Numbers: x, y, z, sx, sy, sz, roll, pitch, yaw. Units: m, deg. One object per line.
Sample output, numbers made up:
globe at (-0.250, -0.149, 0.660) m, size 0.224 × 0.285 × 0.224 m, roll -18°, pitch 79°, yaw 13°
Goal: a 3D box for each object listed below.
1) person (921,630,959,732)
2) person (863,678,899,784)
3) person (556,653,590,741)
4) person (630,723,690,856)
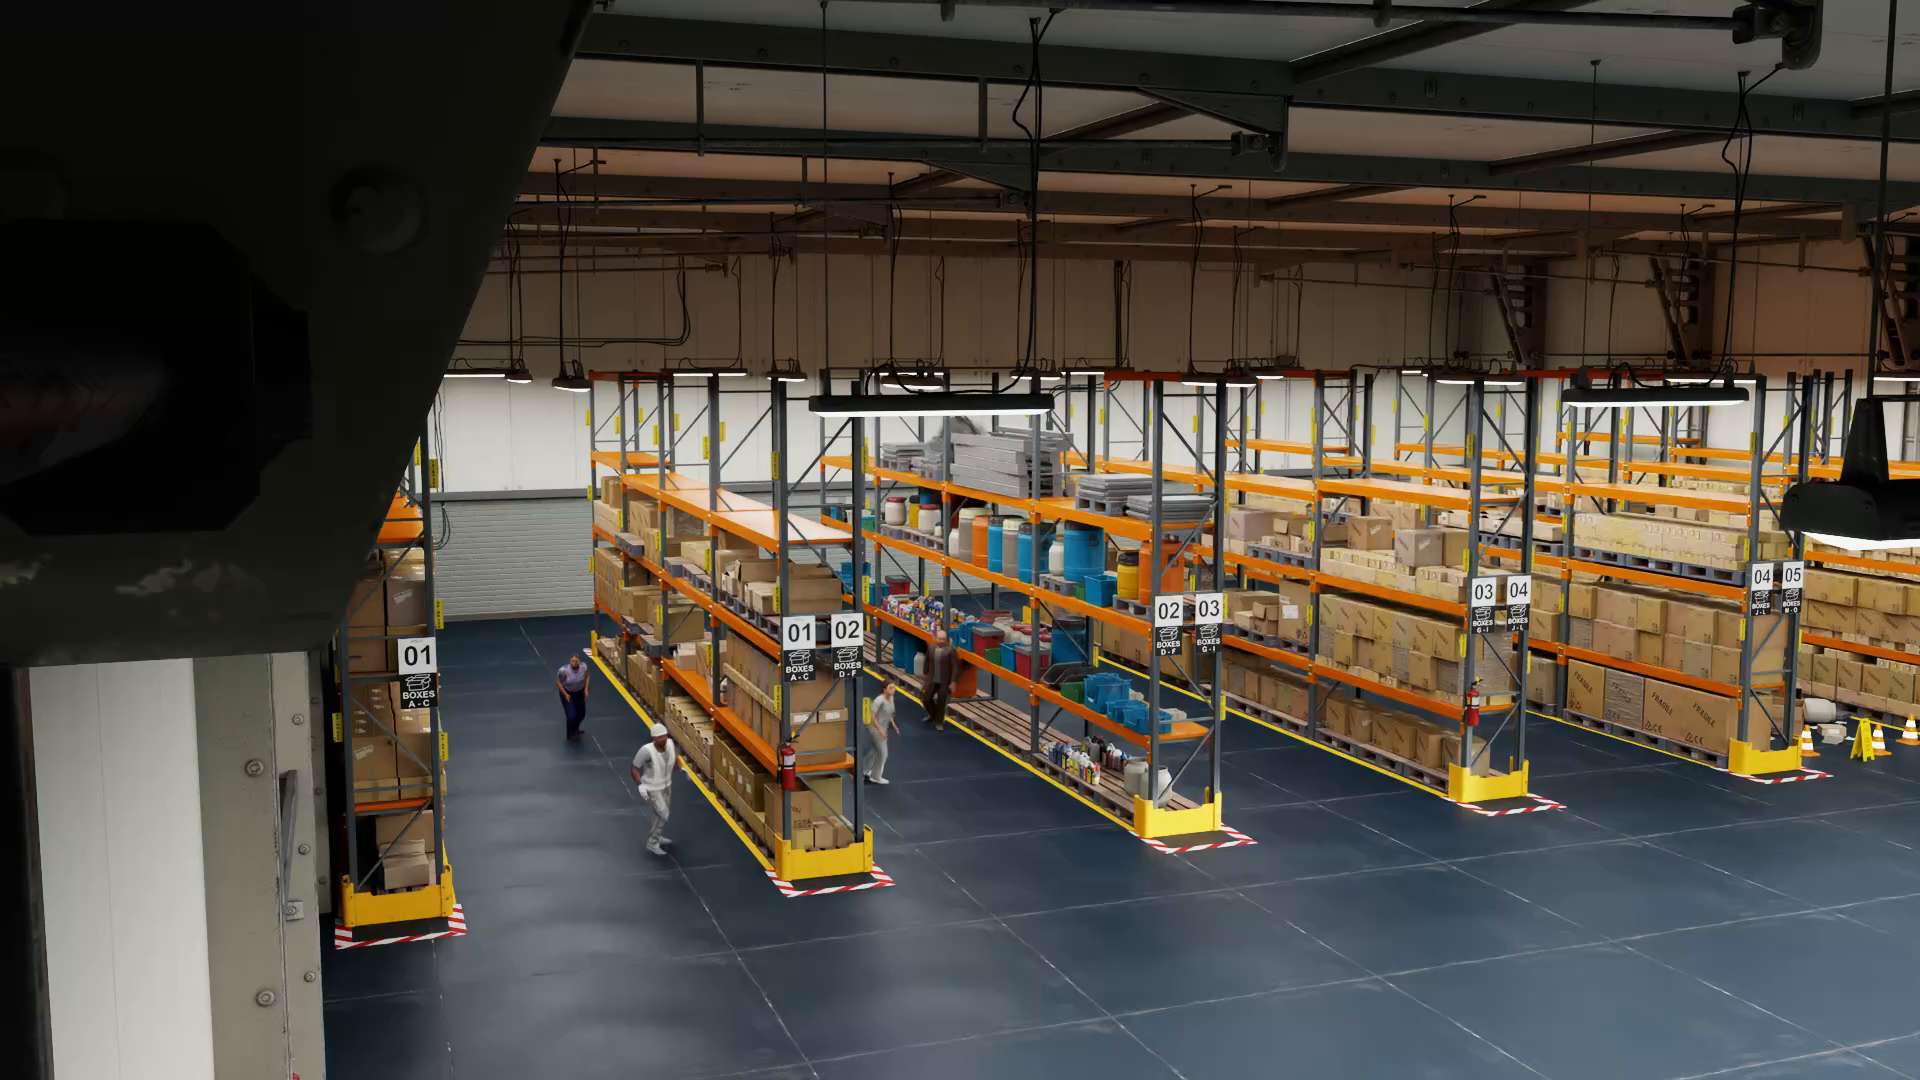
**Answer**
person at (-0.343, 2.352, 27.971) m, size 0.739 × 1.746 × 0.555 m, roll 2°, pitch 7°, yaw 16°
person at (-1.249, 2.811, 24.566) m, size 0.742 × 1.615 × 0.587 m, roll 3°, pitch 7°, yaw 25°
person at (-6.376, 2.547, 27.347) m, size 0.634 × 1.493 × 0.811 m, roll -6°, pitch 8°, yaw -41°
person at (-3.800, 3.141, 21.161) m, size 0.767 × 1.699 × 0.691 m, roll 3°, pitch 7°, yaw 28°
